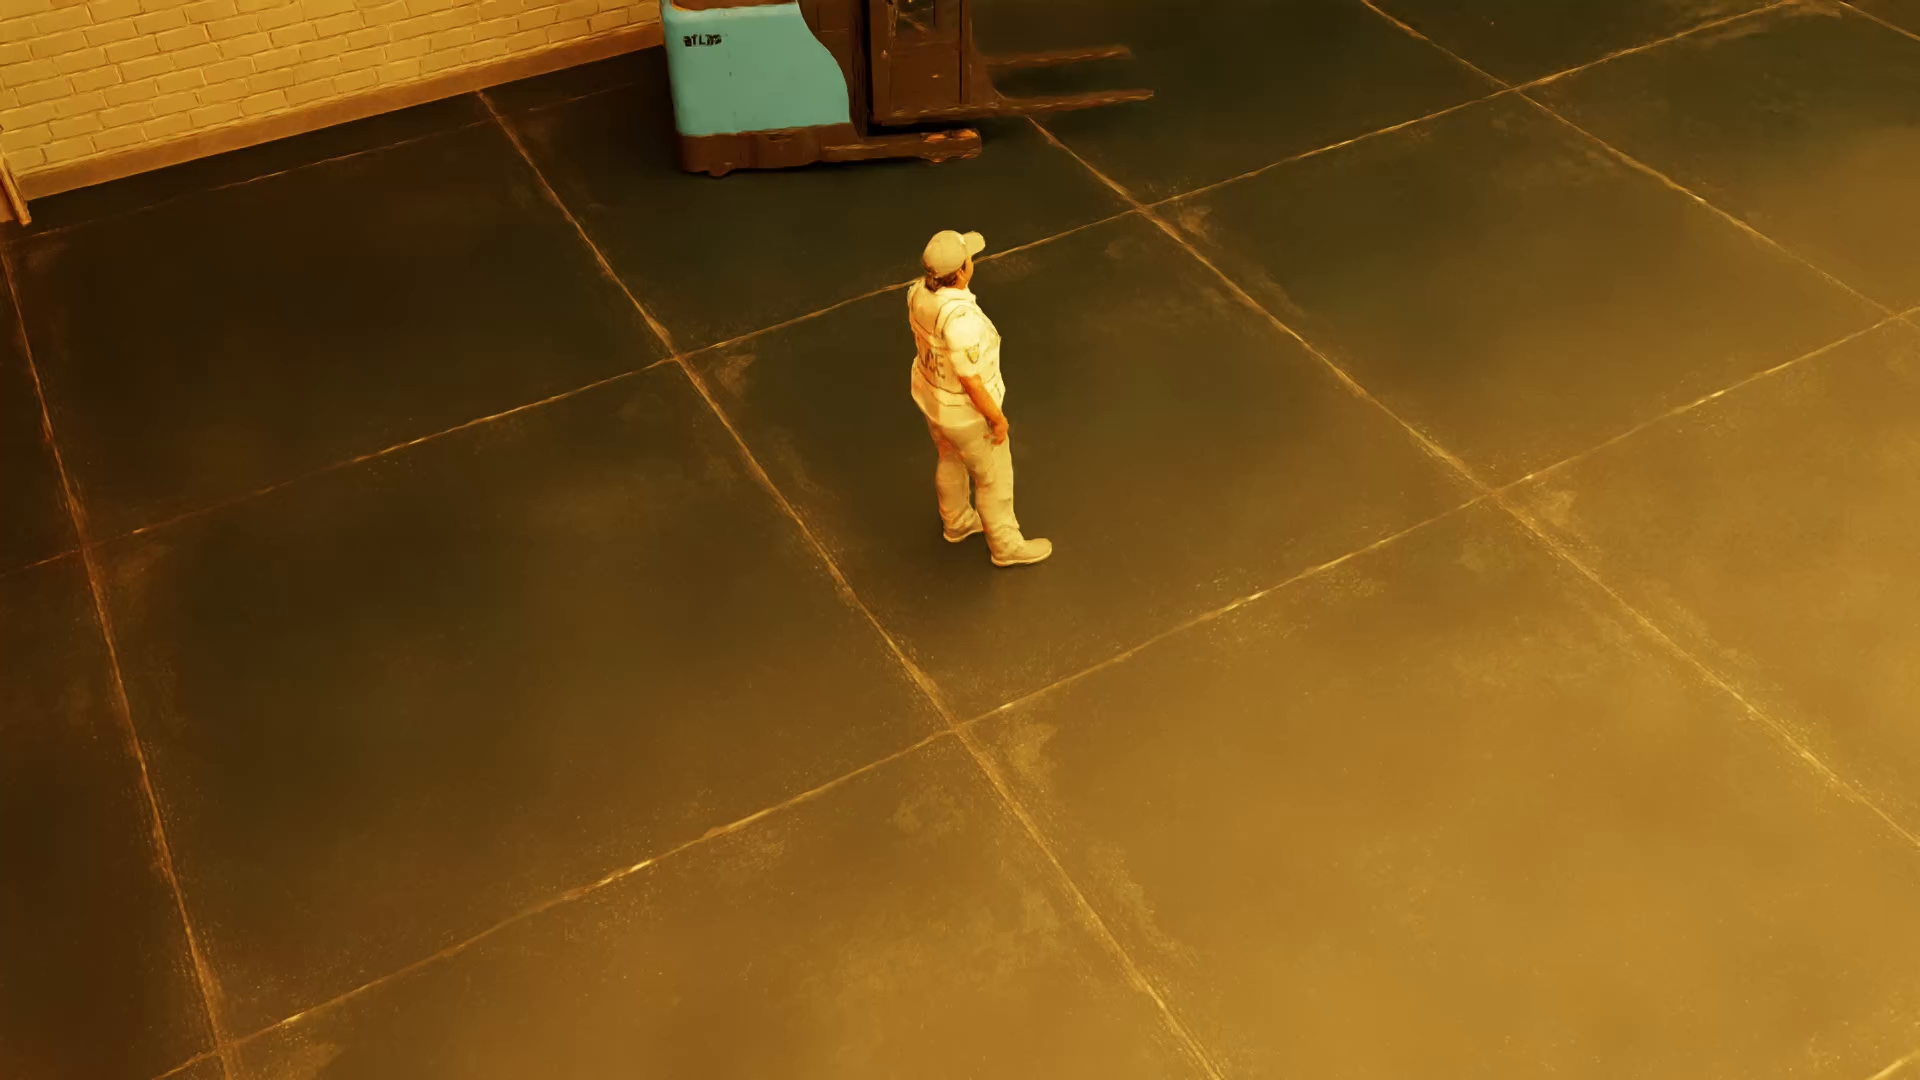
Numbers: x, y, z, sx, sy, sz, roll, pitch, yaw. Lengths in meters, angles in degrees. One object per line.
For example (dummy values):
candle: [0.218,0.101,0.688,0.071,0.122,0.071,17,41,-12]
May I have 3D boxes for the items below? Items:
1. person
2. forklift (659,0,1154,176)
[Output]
person: [0.078,-0.629,7.295,0.529,1.669,0.598,-21,47,-21]
forklift: [-0.313,-3.791,9.785,3.031,2.935,1.130,-7,43,-7]
